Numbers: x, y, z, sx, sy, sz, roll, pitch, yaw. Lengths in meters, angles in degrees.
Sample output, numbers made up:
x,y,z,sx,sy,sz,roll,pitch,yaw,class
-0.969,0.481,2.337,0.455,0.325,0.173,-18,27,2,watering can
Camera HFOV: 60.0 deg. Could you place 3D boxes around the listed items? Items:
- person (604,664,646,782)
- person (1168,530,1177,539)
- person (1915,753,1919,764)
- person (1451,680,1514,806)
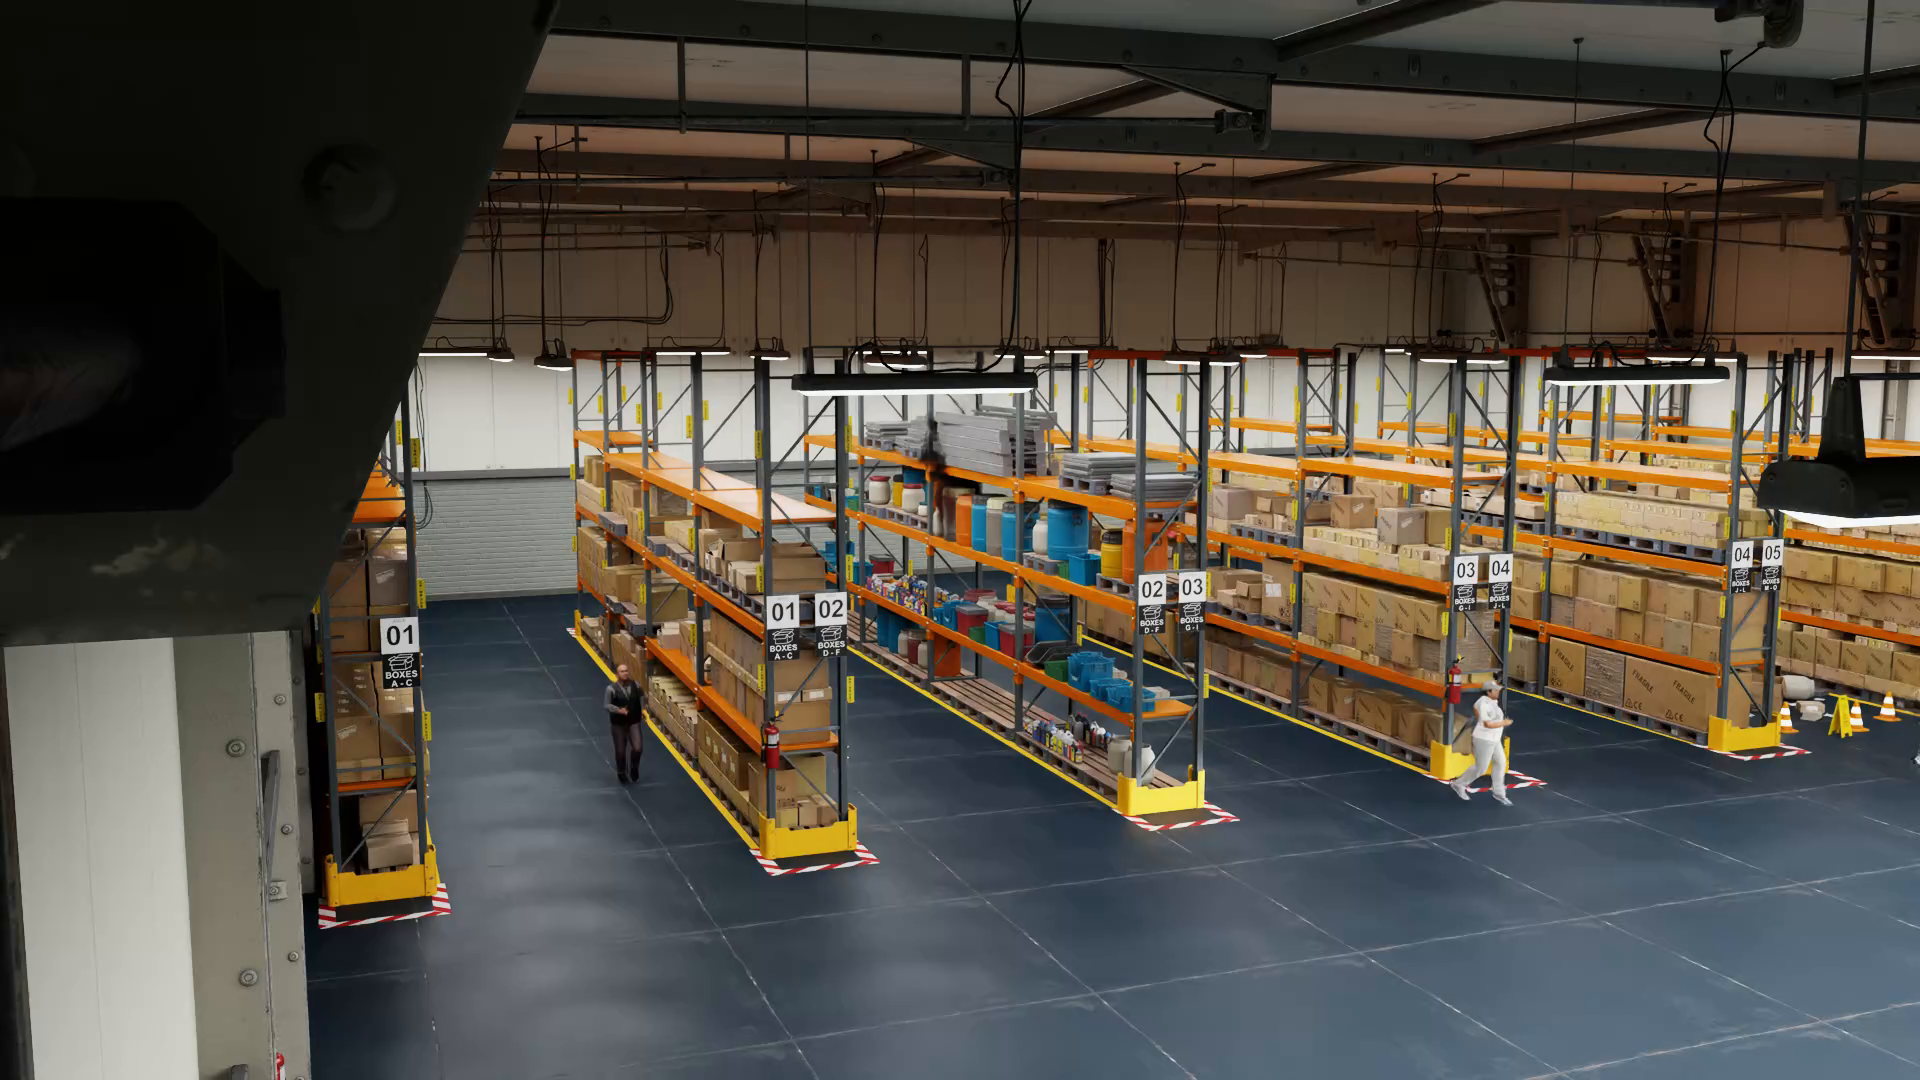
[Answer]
x,y,z,sx,sy,sz,roll,pitch,yaw,class
-4.668,2.585,23.322,0.635,1.684,0.650,-3,8,-22,person
5.101,0.378,41.290,0.672,1.670,0.731,5,9,36,person
13.931,2.645,23.479,0.734,1.595,0.534,2,7,12,person
7.061,2.730,22.407,0.805,1.717,0.643,3,8,25,person
